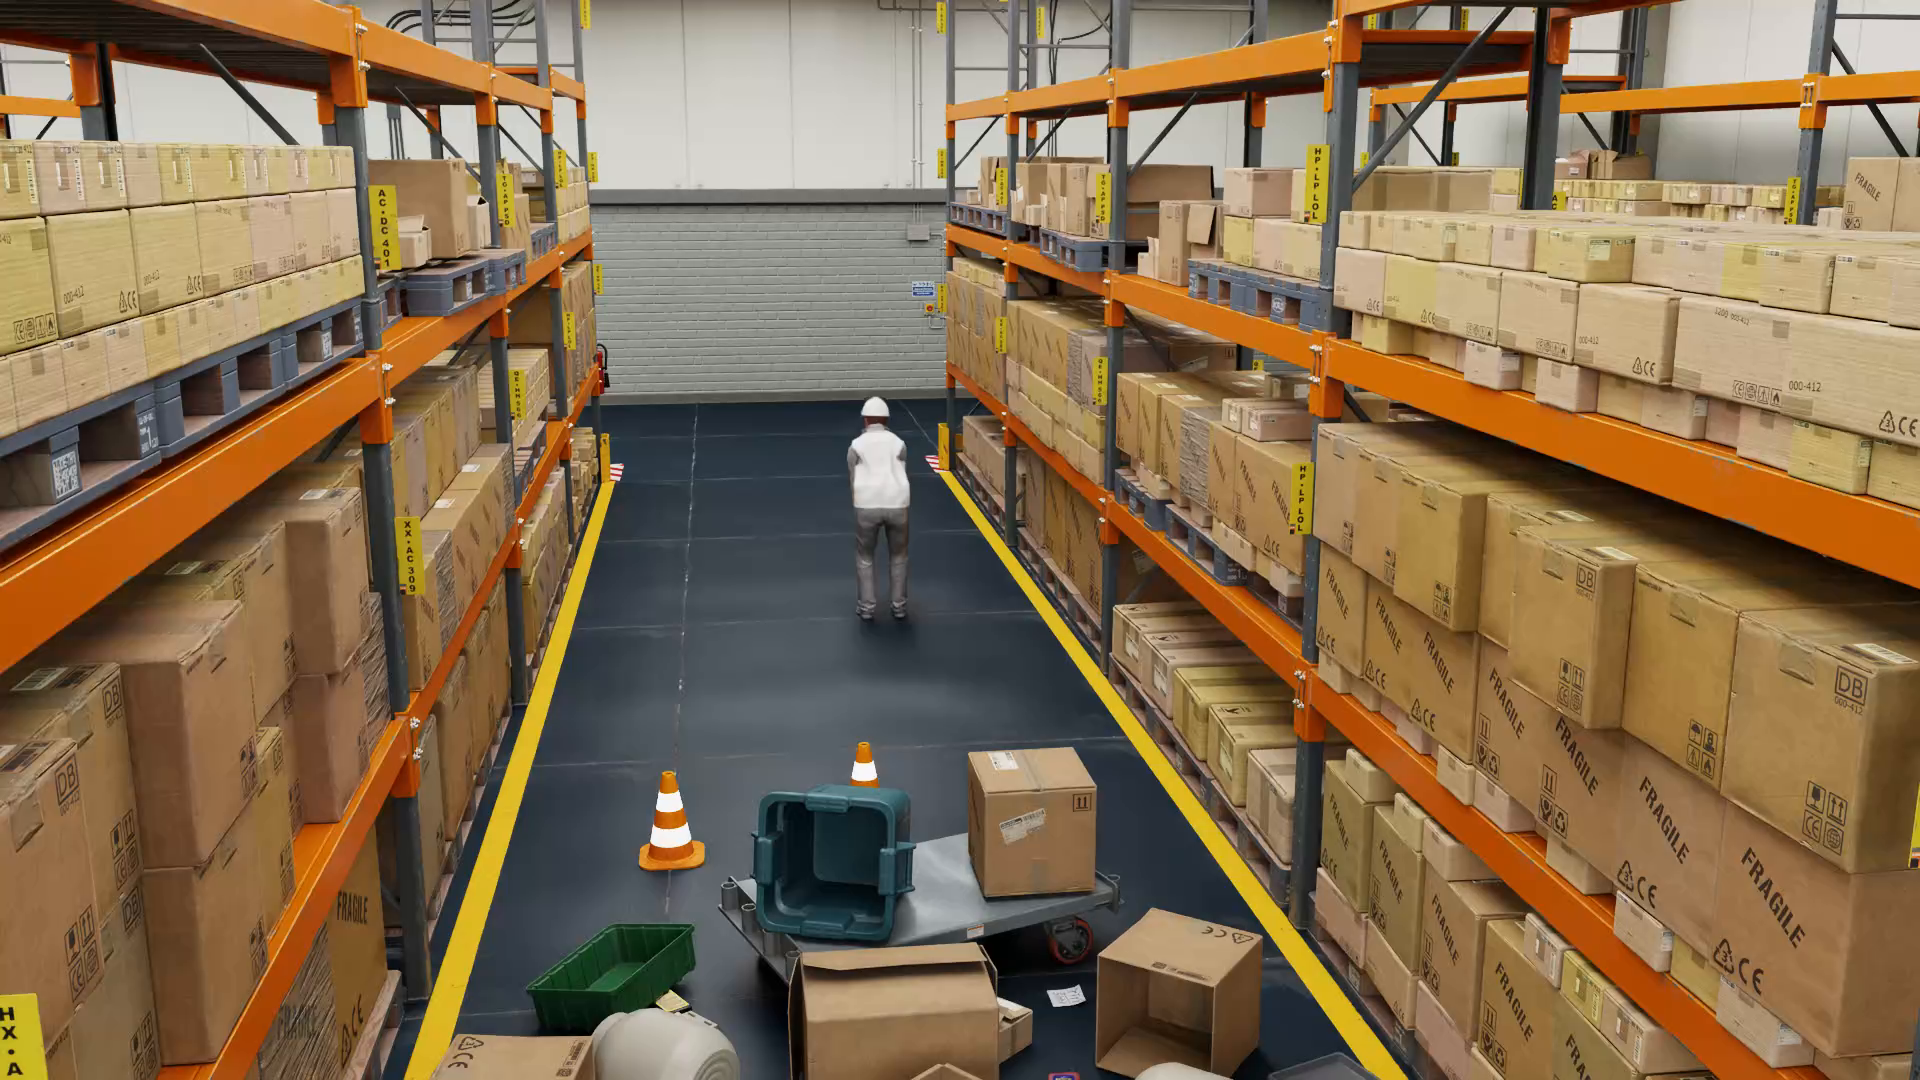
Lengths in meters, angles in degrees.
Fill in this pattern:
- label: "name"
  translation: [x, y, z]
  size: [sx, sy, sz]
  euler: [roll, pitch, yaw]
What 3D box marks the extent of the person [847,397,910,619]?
- label: "person"
  translation: [-0.645, -0.257, 13.159]
  size: [0.475, 1.722, 0.615]
  euler: [-2, 13, -9]
